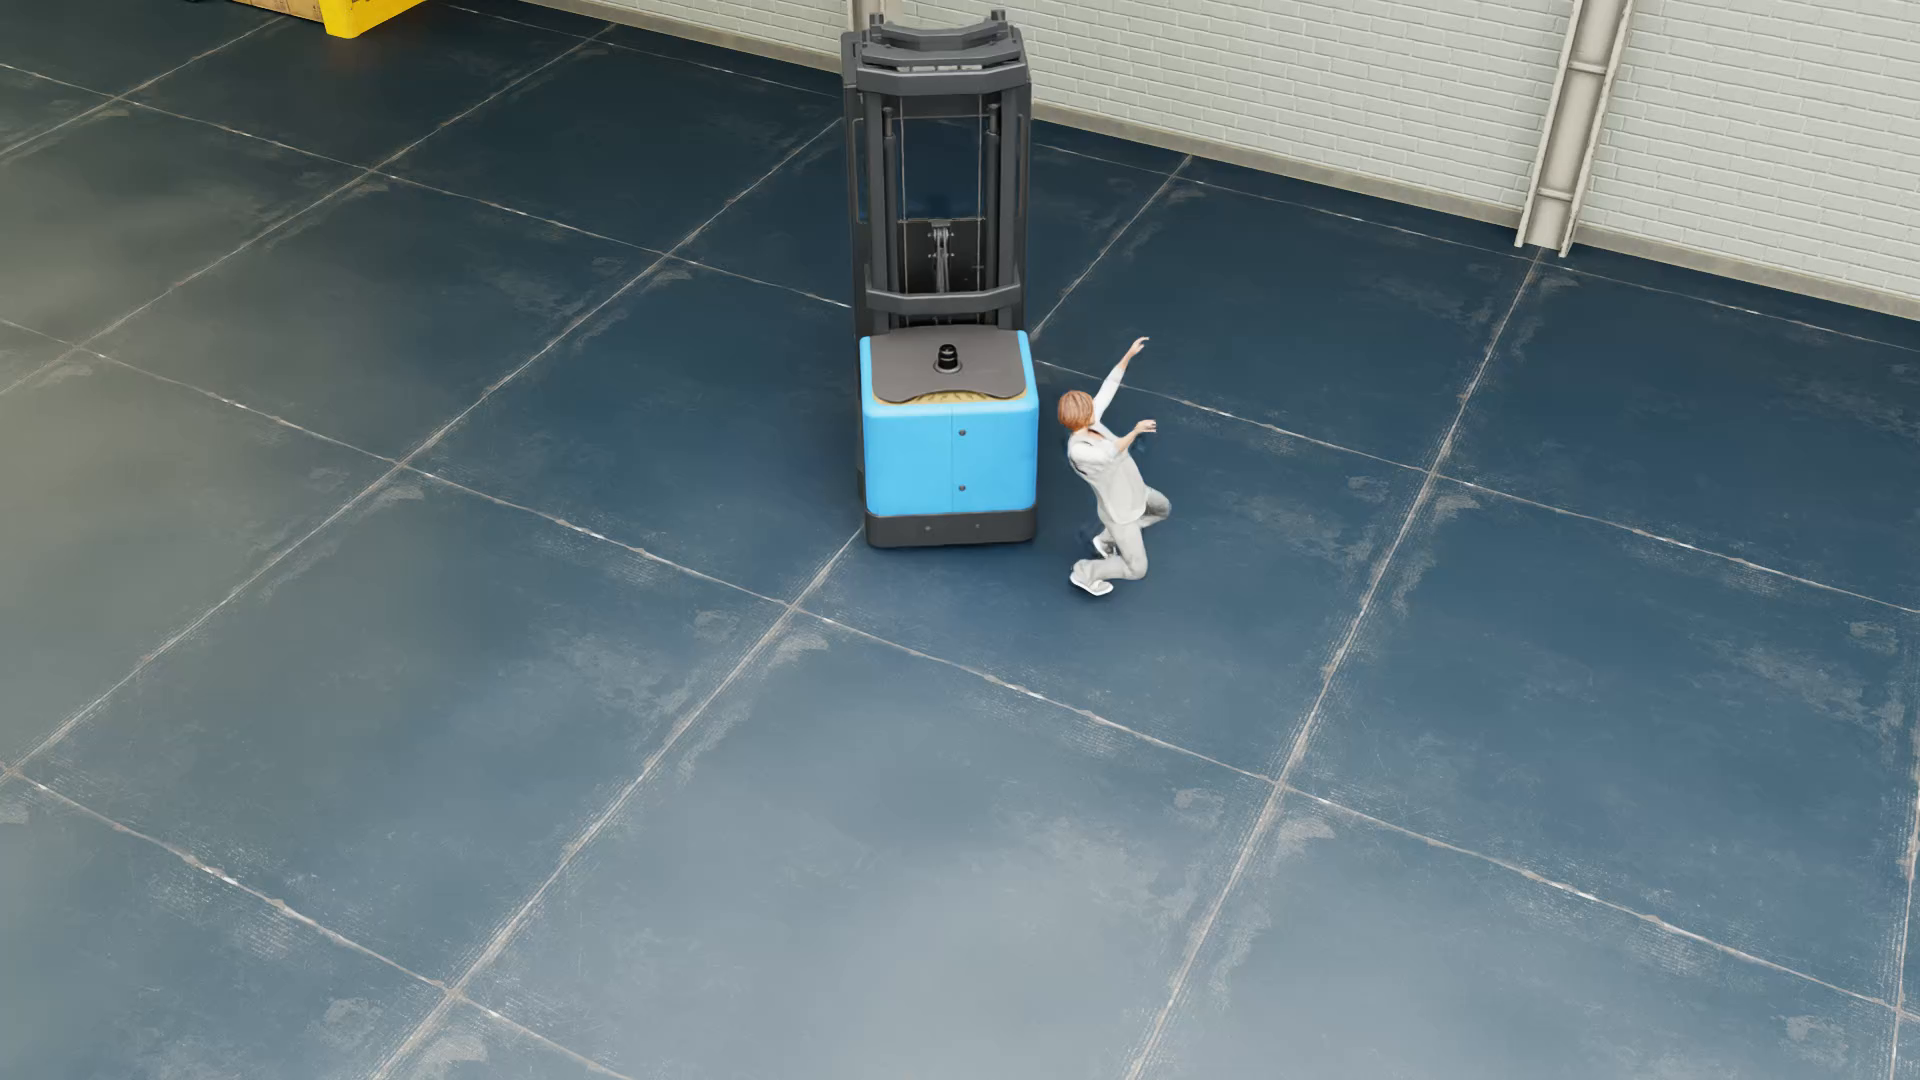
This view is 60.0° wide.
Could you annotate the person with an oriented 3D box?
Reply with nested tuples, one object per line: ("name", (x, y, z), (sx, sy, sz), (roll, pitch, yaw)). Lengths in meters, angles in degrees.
("person", (0.872, -0.346, 9.513), (0.666, 1.480, 0.821), (10, 41, 11))

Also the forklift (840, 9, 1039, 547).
("forklift", (-0.148, -2.013, 10.377), (1.130, 2.935, 3.031), (-3, 40, -3))
